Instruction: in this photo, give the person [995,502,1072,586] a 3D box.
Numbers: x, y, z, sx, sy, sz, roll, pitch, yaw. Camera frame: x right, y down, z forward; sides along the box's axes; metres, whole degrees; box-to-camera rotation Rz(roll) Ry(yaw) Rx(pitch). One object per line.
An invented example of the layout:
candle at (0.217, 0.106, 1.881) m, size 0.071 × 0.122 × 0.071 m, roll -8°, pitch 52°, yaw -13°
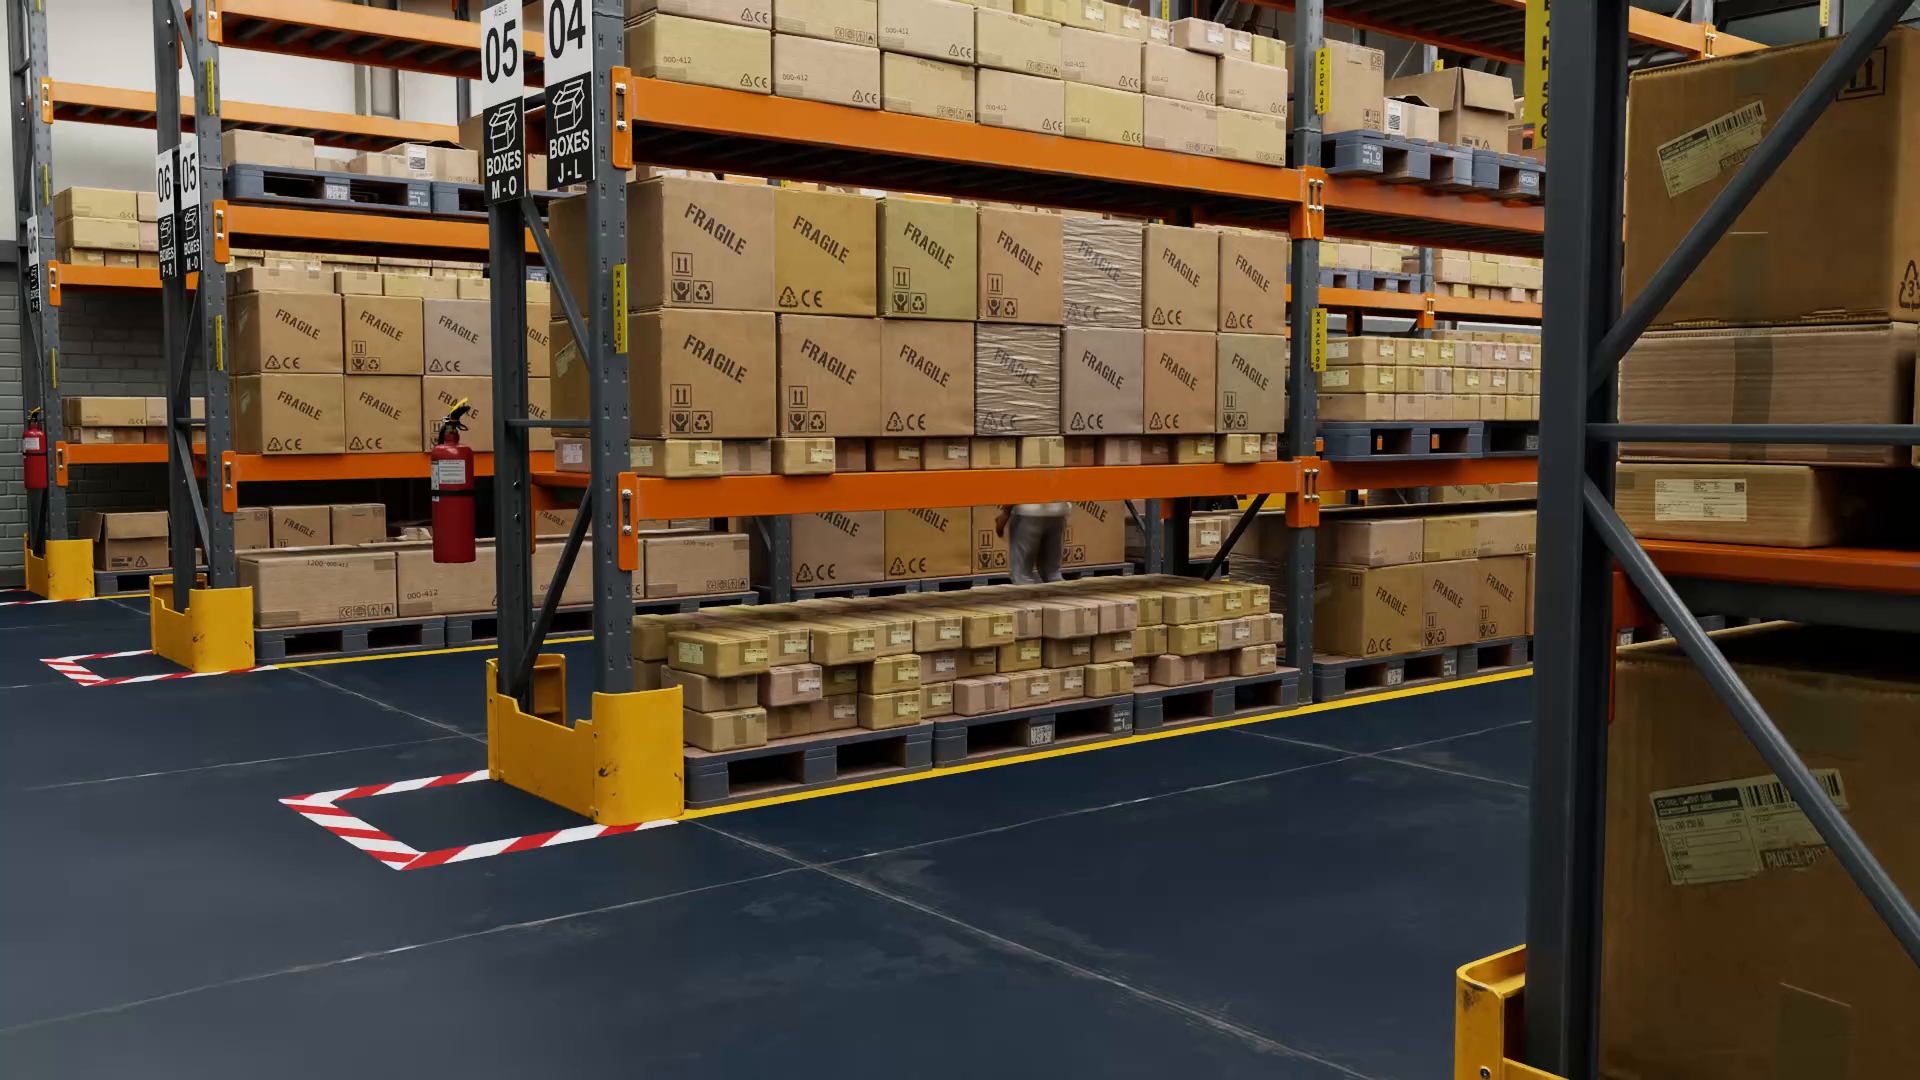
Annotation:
person at (0.512, -0.165, 11.144) m, size 0.573 × 1.751 × 0.384 m, roll -3°, pitch 5°, yaw -38°
